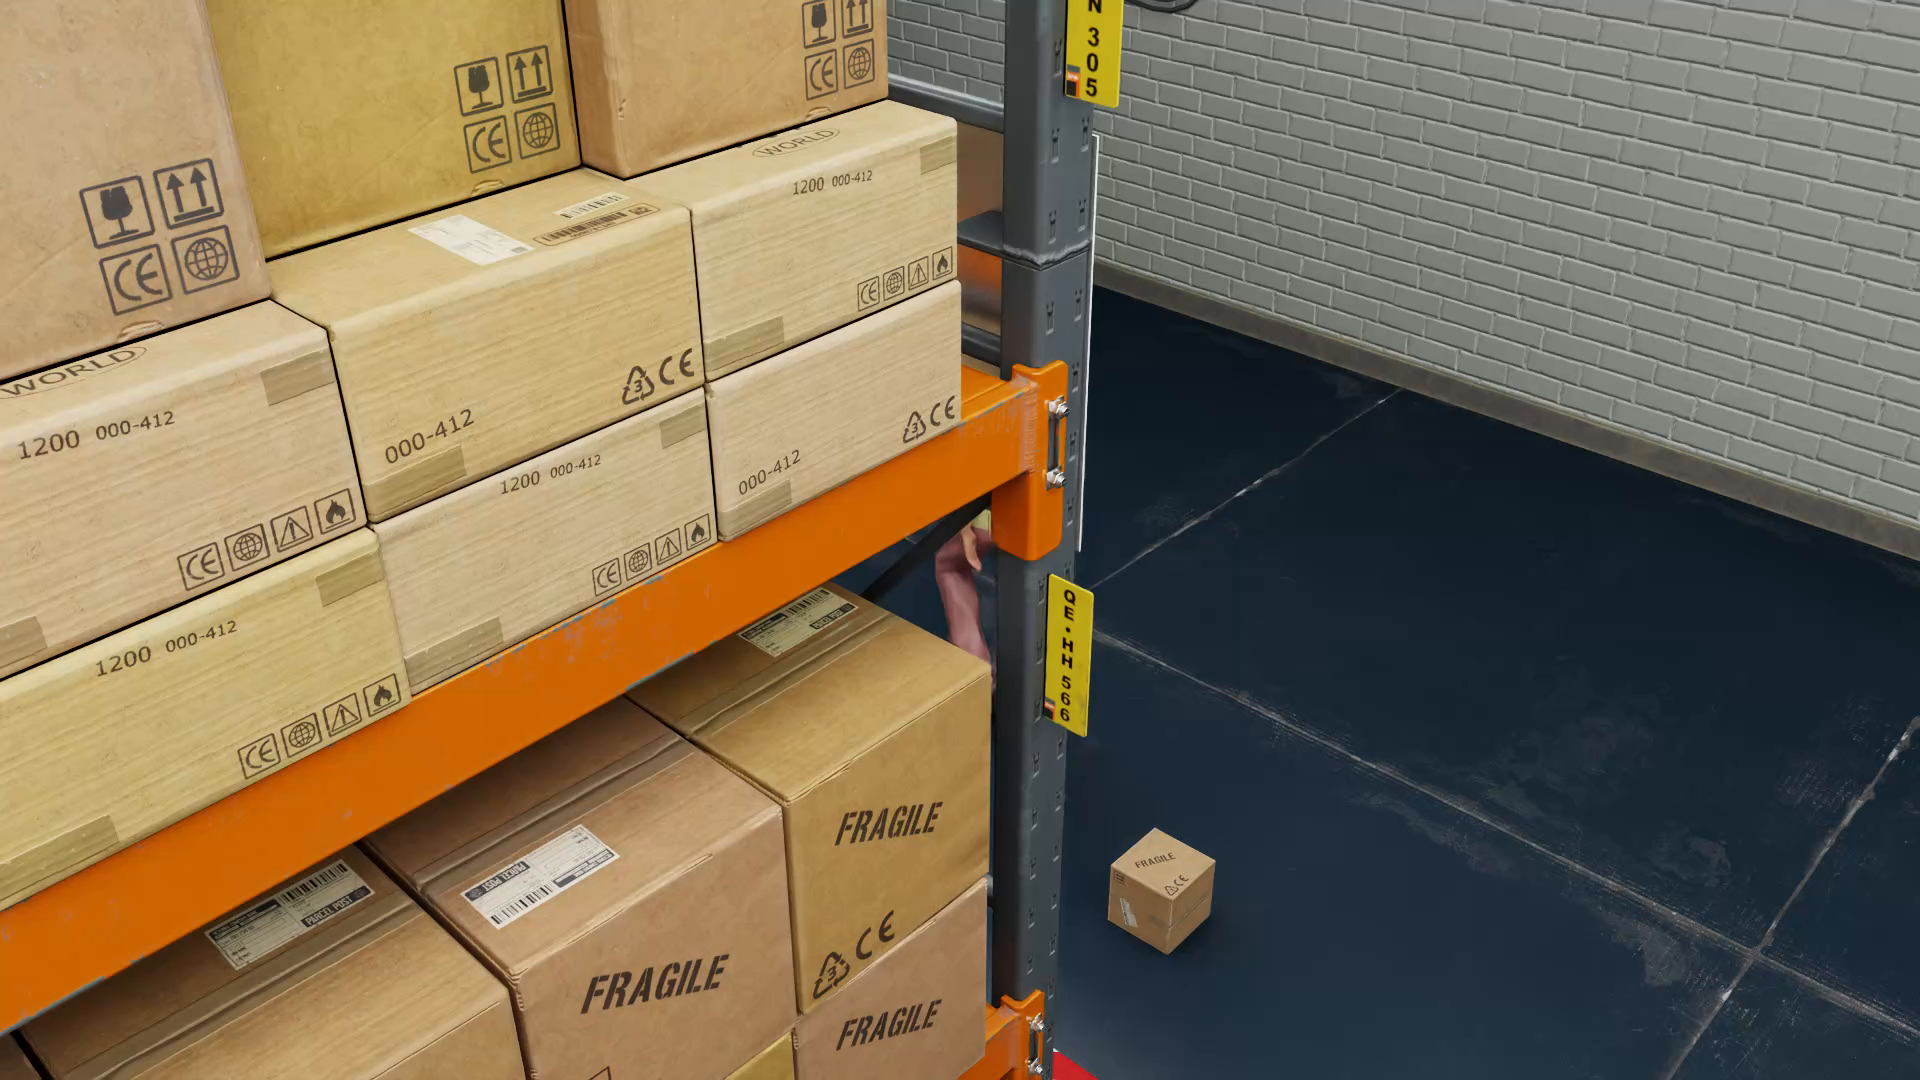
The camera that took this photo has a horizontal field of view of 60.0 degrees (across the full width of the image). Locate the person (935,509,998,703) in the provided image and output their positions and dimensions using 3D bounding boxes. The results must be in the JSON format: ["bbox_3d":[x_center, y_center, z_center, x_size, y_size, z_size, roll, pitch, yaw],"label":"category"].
[{"bbox_3d":[0.150,-0.083,6.261,0.442,1.692,0.469,-8,32,-13],"label":"person"}]
